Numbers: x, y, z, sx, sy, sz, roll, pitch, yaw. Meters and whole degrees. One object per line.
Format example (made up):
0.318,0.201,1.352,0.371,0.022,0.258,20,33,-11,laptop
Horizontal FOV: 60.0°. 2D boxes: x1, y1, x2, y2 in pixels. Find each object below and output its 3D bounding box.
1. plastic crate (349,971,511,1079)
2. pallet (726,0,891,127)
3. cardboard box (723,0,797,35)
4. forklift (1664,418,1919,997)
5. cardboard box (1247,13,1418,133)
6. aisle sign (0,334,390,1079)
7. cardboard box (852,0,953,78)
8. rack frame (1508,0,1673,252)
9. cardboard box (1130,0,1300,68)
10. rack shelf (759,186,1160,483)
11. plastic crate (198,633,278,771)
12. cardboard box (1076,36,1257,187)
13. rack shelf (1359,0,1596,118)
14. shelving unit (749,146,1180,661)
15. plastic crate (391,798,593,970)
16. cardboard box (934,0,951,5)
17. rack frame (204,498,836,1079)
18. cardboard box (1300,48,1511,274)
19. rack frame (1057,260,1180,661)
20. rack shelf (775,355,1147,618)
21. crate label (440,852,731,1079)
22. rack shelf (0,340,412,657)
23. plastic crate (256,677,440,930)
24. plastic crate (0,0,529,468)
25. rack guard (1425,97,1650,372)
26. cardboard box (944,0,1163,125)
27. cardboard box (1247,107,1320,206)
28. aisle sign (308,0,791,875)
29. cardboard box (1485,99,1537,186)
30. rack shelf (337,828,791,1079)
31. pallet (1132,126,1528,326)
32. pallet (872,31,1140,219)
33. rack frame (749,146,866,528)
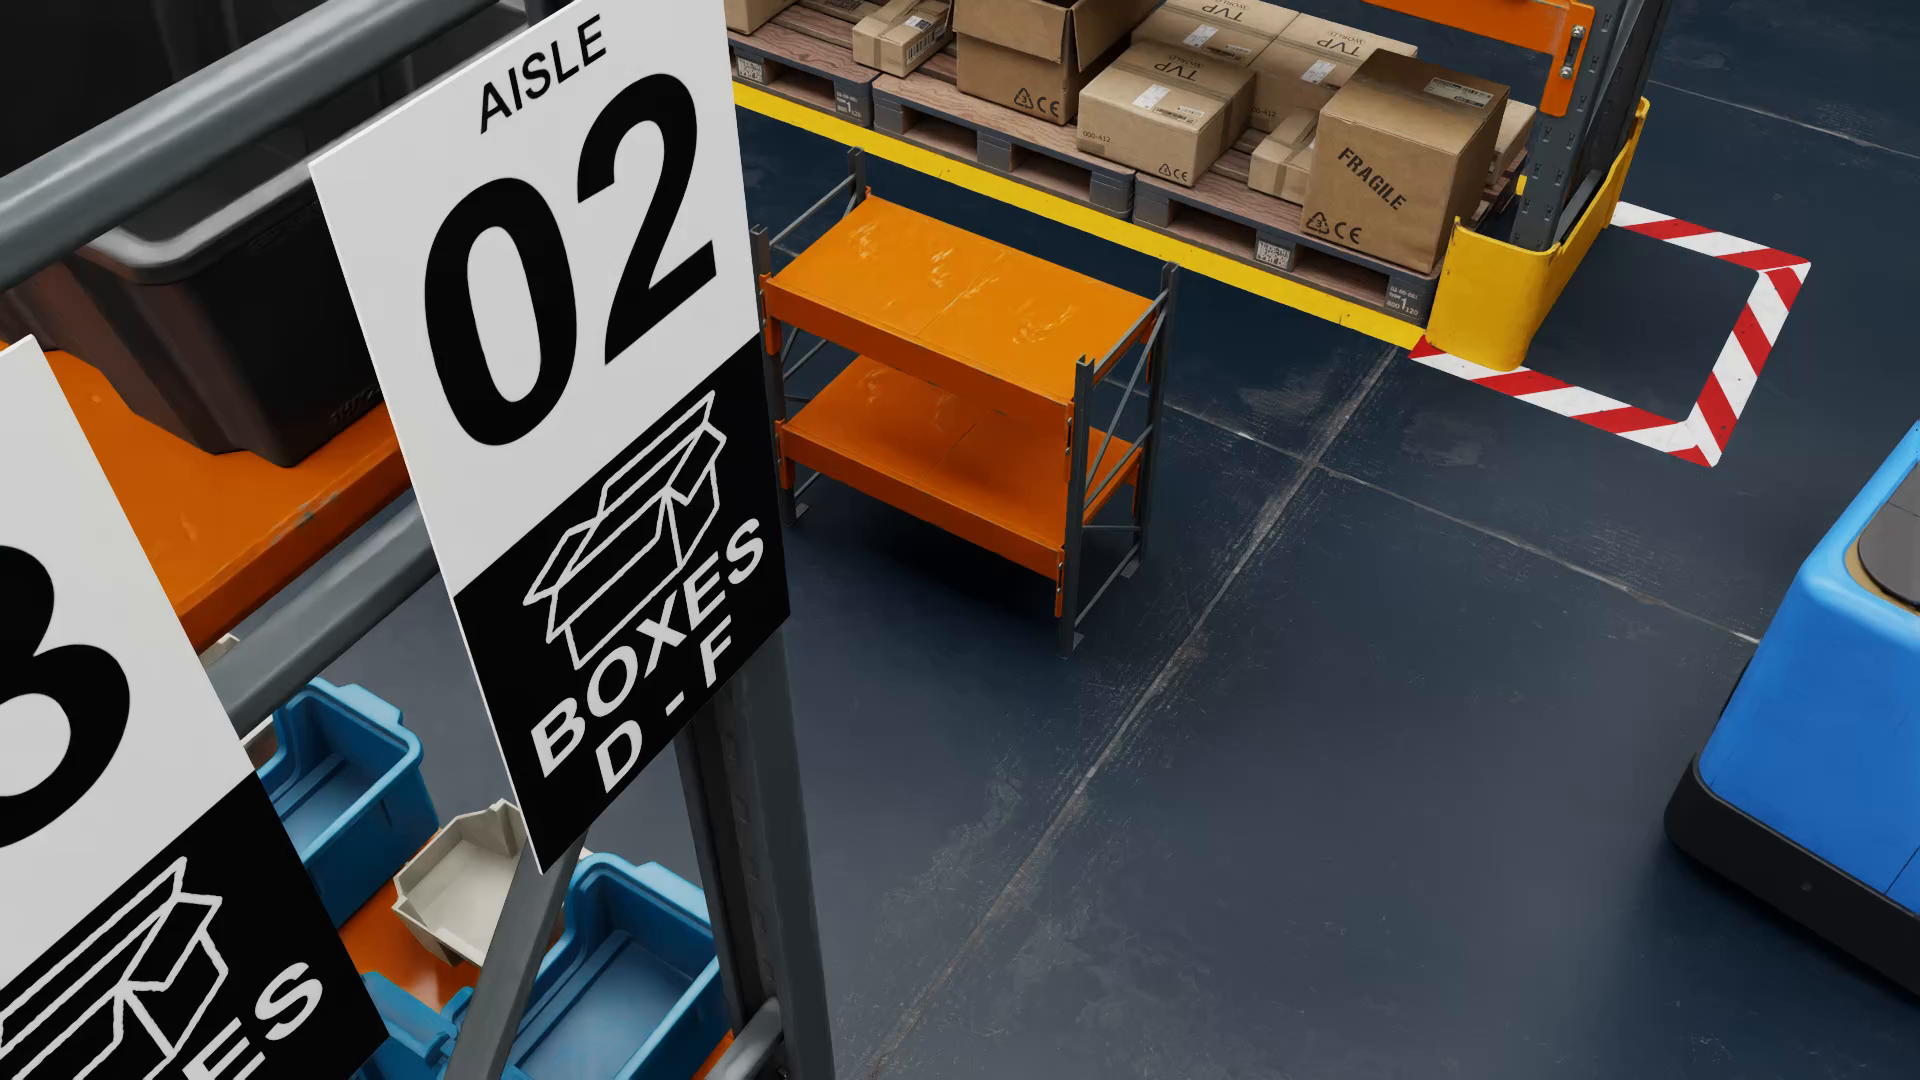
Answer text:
-0.896,0.933,2.185,0.499,0.435,0.616,25,51,22,plastic crate
-0.626,-2.316,7.354,1.213,0.211,1.003,25,51,22,pallet
-0.967,-2.478,7.134,0.500,0.311,0.500,25,51,22,cardboard box
3.244,-0.739,3.924,1.130,2.935,3.031,34,55,28,forklift
1.438,-1.776,6.495,0.500,0.250,0.500,25,51,22,cardboard box
-0.611,0.282,1.072,0.004,0.787,0.394,25,51,22,aisle sign
-0.233,-2.098,6.866,0.250,0.166,0.380,25,51,22,cardboard box
2.164,-2.006,5.108,0.127,3.000,1.000,25,51,22,rack frame
1.017,-1.970,6.683,0.500,0.250,0.500,25,51,22,cardboard box
0.006,-0.593,4.634,1.000,0.278,0.538,25,51,22,rack shelf
-1.340,0.323,2.987,0.298,0.136,0.250,25,51,22,plastic crate
0.790,-1.649,6.371,0.500,0.250,0.500,25,51,22,cardboard box
0.480,-2.529,6.118,4.000,0.370,1.077,25,51,22,rack shelf
0.006,-0.389,4.844,1.048,1.125,0.538,25,51,22,shelving unit
-0.769,0.585,2.732,0.298,0.136,0.250,25,51,22,plastic crate
0.061,-2.431,7.089,0.500,0.311,0.500,25,51,22,cardboard box
-0.514,0.983,2.203,0.127,3.000,1.000,25,51,22,rack frame
1.573,-1.350,5.906,0.500,0.500,0.500,25,51,22,cardboard box
0.434,-0.193,4.653,0.032,1.125,0.500,25,51,22,rack frame
0.006,-0.219,5.019,1.000,0.278,0.538,25,51,22,rack shelf
-0.544,0.726,2.528,0.303,0.233,0.416,25,51,22,crate label
-2.197,-0.586,2.138,4.000,0.370,1.077,25,51,22,rack shelf
-1.098,0.471,2.775,0.300,0.233,0.416,25,51,22,plastic crate
-0.687,-0.334,1.483,0.590,0.269,0.497,25,51,22,plastic crate
2.100,-1.164,6.033,0.348,0.500,1.175,25,51,22,rack guard
0.381,-2.114,6.646,0.637,0.503,0.797,25,51,22,cardboard box
1.281,-1.445,6.231,0.250,0.166,0.380,25,51,22,cardboard box
-0.293,-0.074,1.418,0.004,0.787,0.394,25,51,22,aisle sign
1.997,-1.535,6.331,0.250,0.149,0.380,25,51,22,cardboard box
-2.197,0.459,3.214,4.000,0.370,1.077,25,51,22,rack shelf
1.428,-1.371,6.436,1.213,0.211,1.003,25,51,22,pallet
0.405,-1.844,6.895,1.213,0.211,1.003,25,51,22,pallet
-0.422,-0.586,5.035,0.032,1.125,0.500,25,51,22,rack frame
